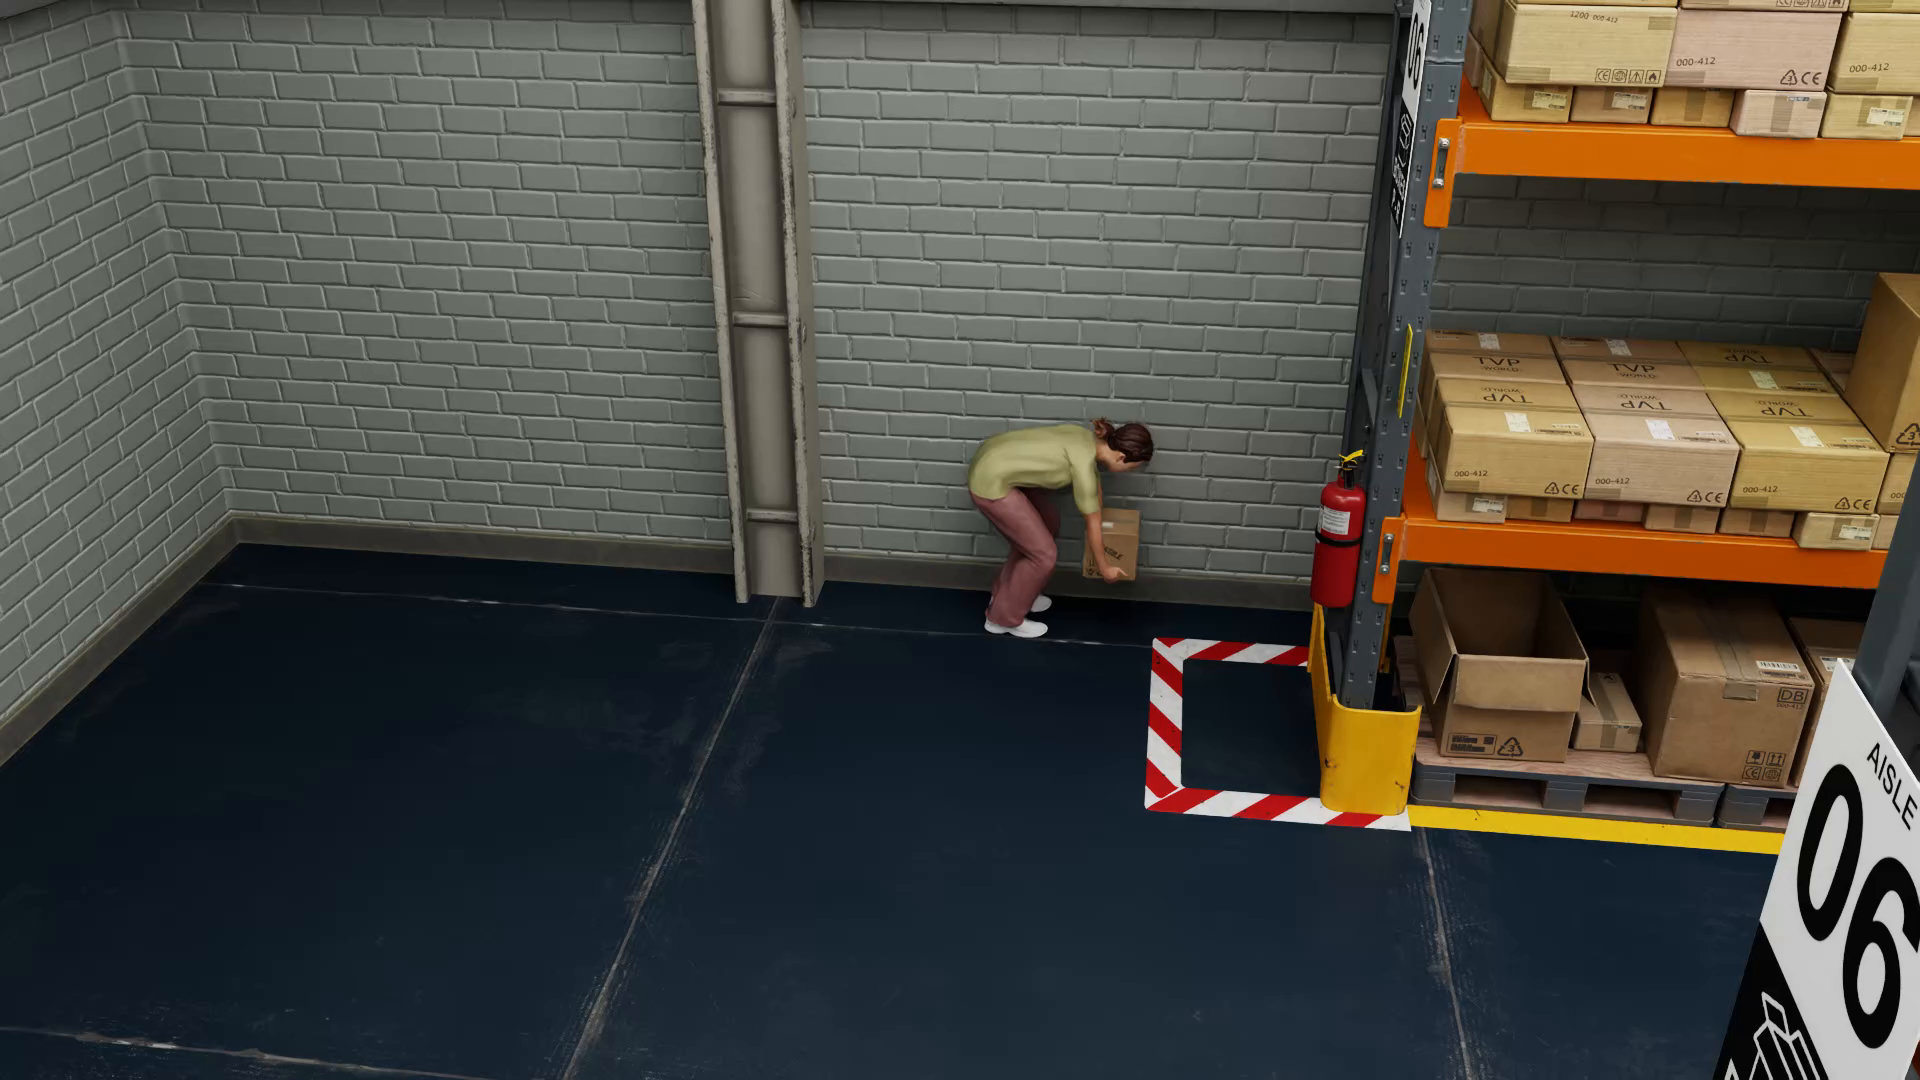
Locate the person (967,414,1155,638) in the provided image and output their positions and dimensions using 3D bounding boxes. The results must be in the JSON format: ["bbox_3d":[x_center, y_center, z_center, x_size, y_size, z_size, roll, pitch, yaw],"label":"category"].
[{"bbox_3d":[0.467,-0.085,7.882,0.861,1.104,0.454,2,29,4],"label":"person"}]
